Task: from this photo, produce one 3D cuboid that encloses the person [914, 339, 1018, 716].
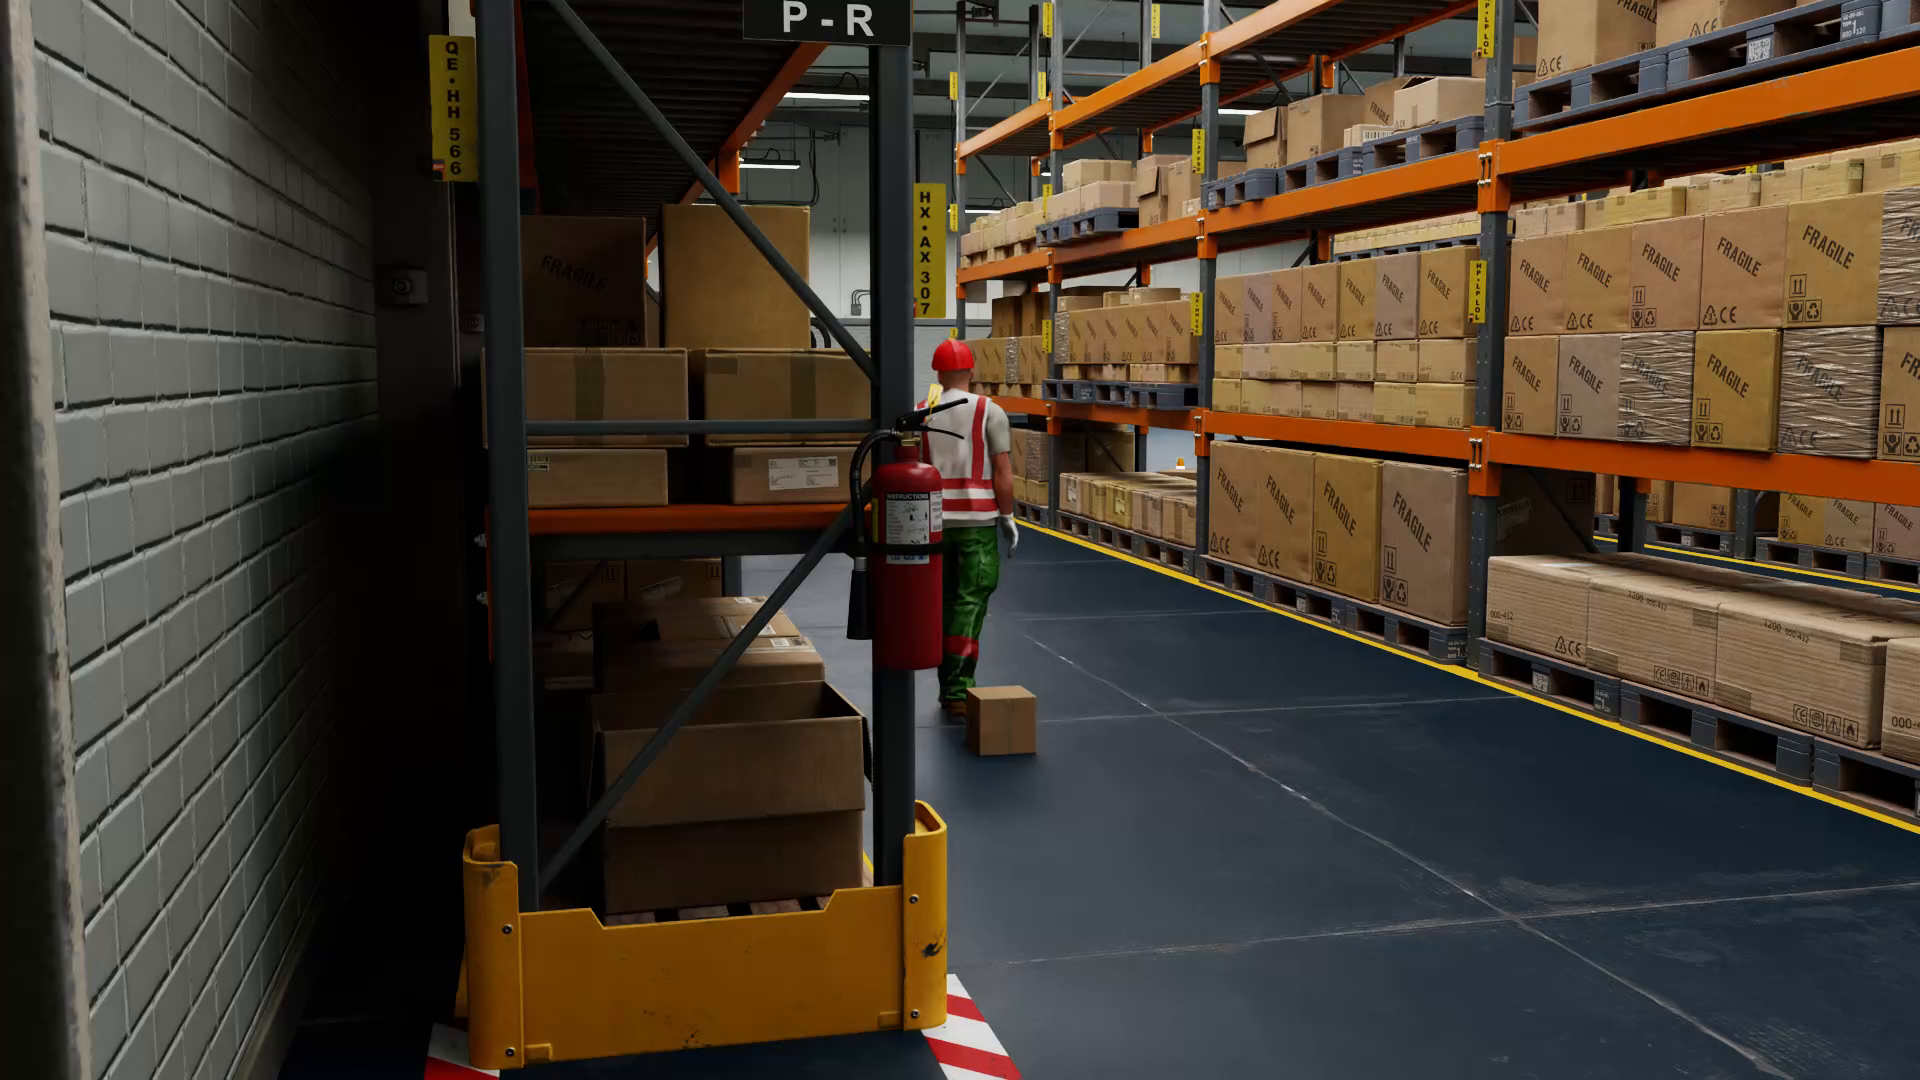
[{"bbox_3d":[-0.013,-0.065,7.912,0.569,1.779,0.574,2,6,17],"label":"person"}]
